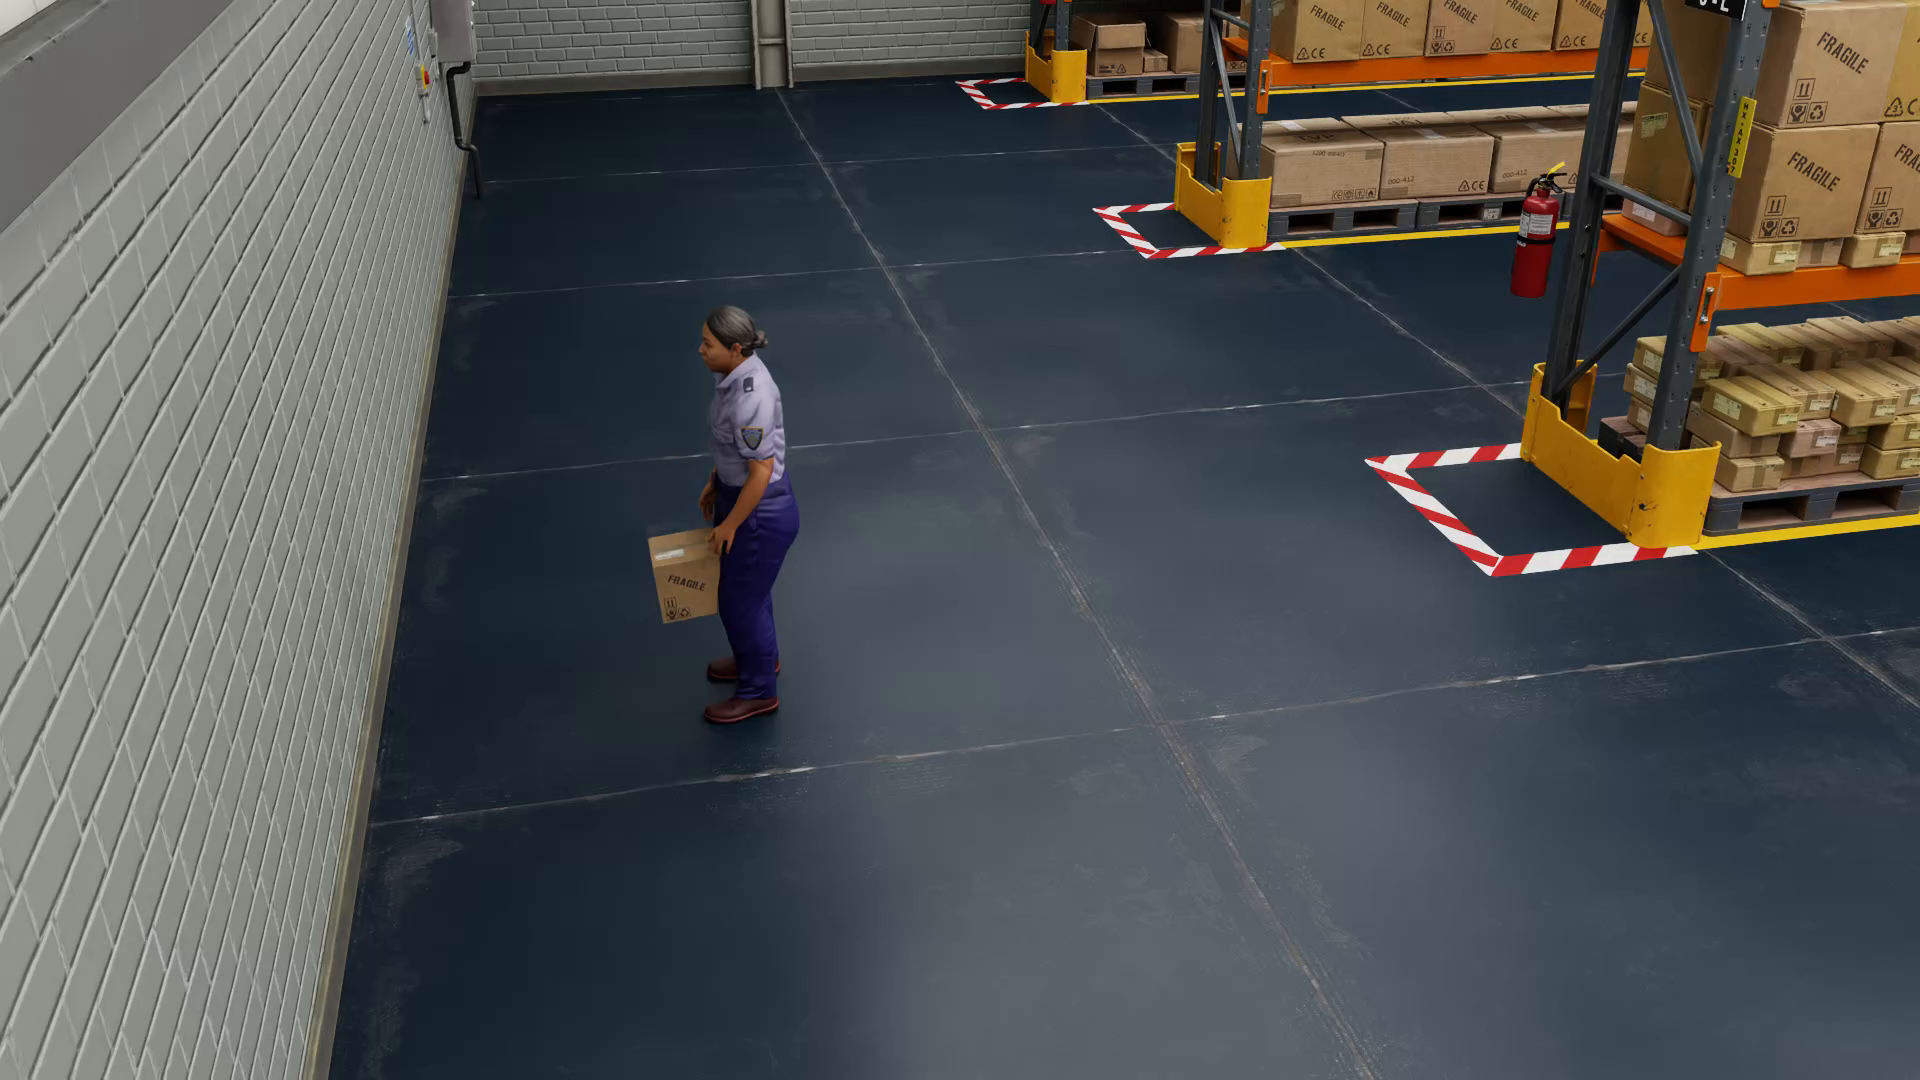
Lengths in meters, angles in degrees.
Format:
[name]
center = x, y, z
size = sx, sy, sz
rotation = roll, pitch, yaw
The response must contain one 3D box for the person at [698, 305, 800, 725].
[person]
center = -0.836, -0.108, 6.334
size = 0.421, 1.656, 0.522
rotation = -7, 28, -13
